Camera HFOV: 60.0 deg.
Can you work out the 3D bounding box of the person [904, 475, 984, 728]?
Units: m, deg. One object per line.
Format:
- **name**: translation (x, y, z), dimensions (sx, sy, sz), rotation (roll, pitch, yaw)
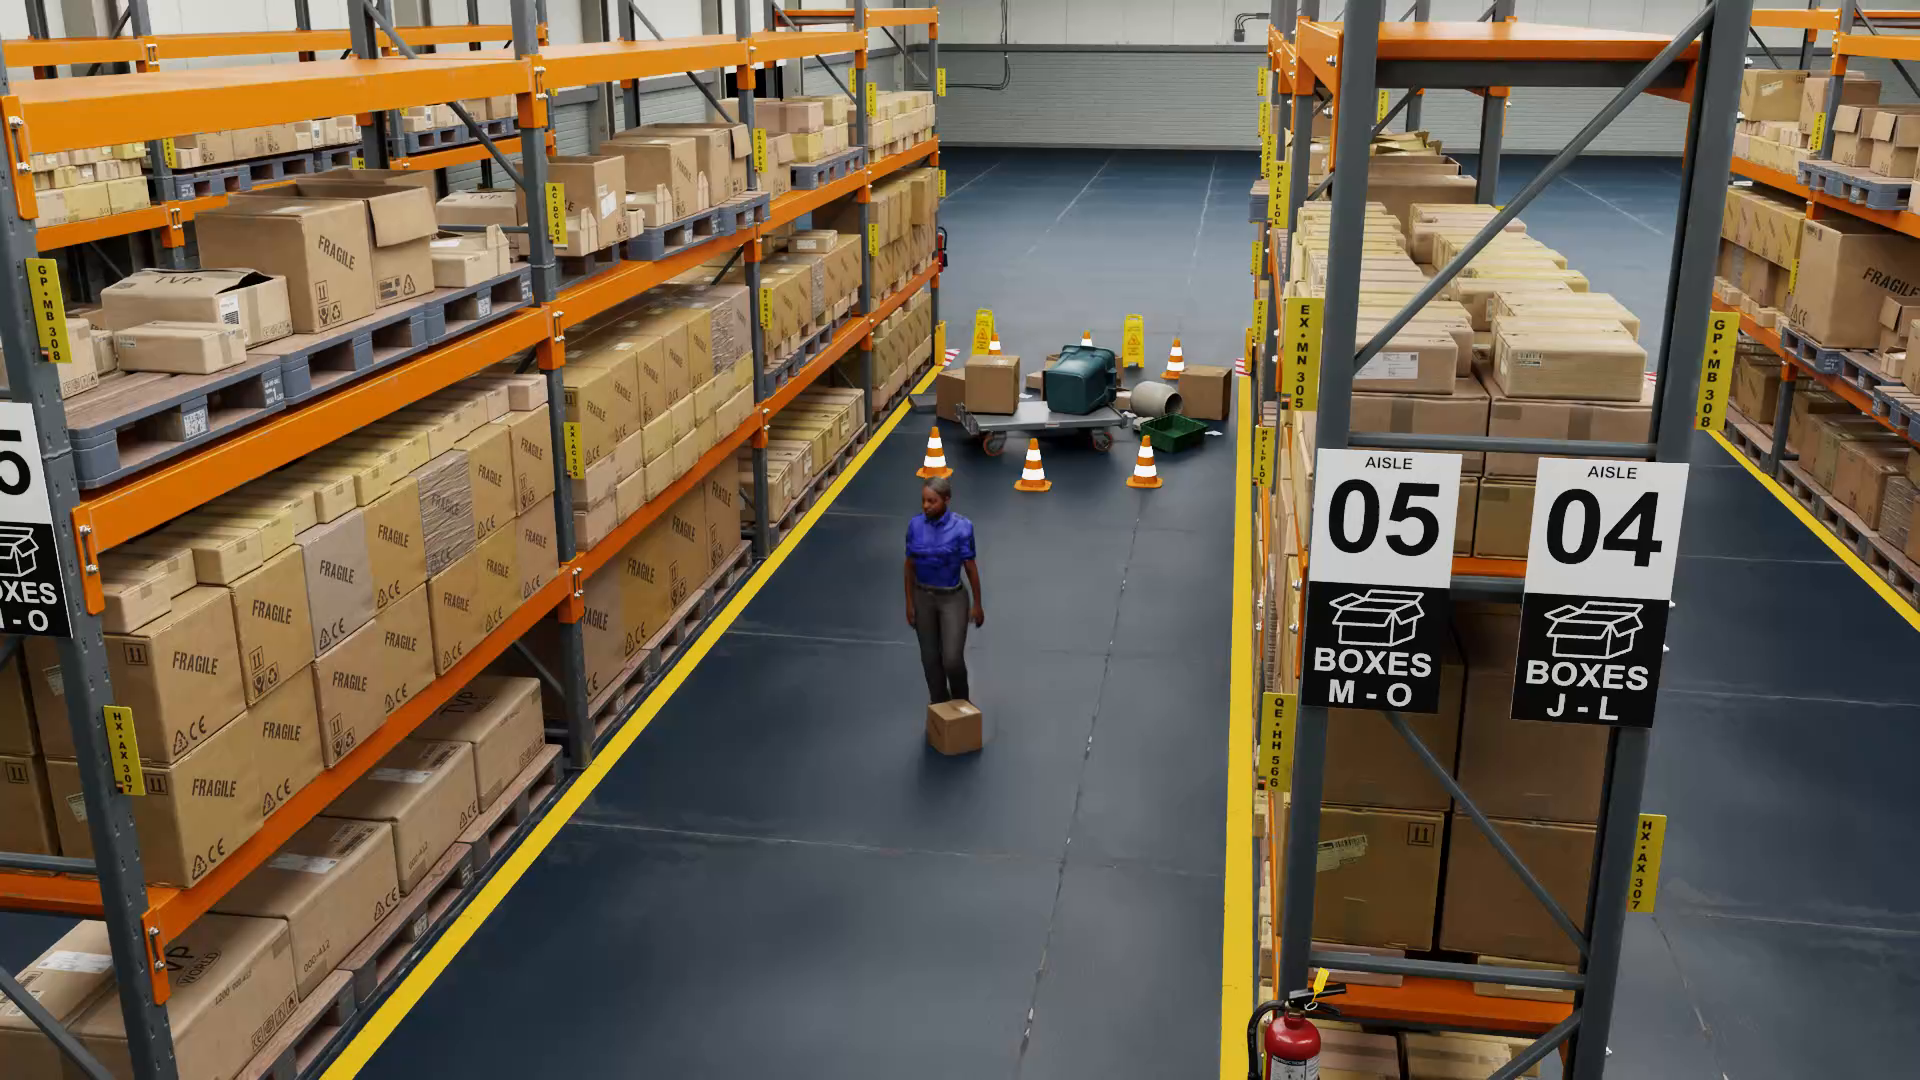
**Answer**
- **person**: translation (-0.121, 0.419, 10.251), dimensions (0.492, 1.686, 0.436), rotation (7, 19, 20)
